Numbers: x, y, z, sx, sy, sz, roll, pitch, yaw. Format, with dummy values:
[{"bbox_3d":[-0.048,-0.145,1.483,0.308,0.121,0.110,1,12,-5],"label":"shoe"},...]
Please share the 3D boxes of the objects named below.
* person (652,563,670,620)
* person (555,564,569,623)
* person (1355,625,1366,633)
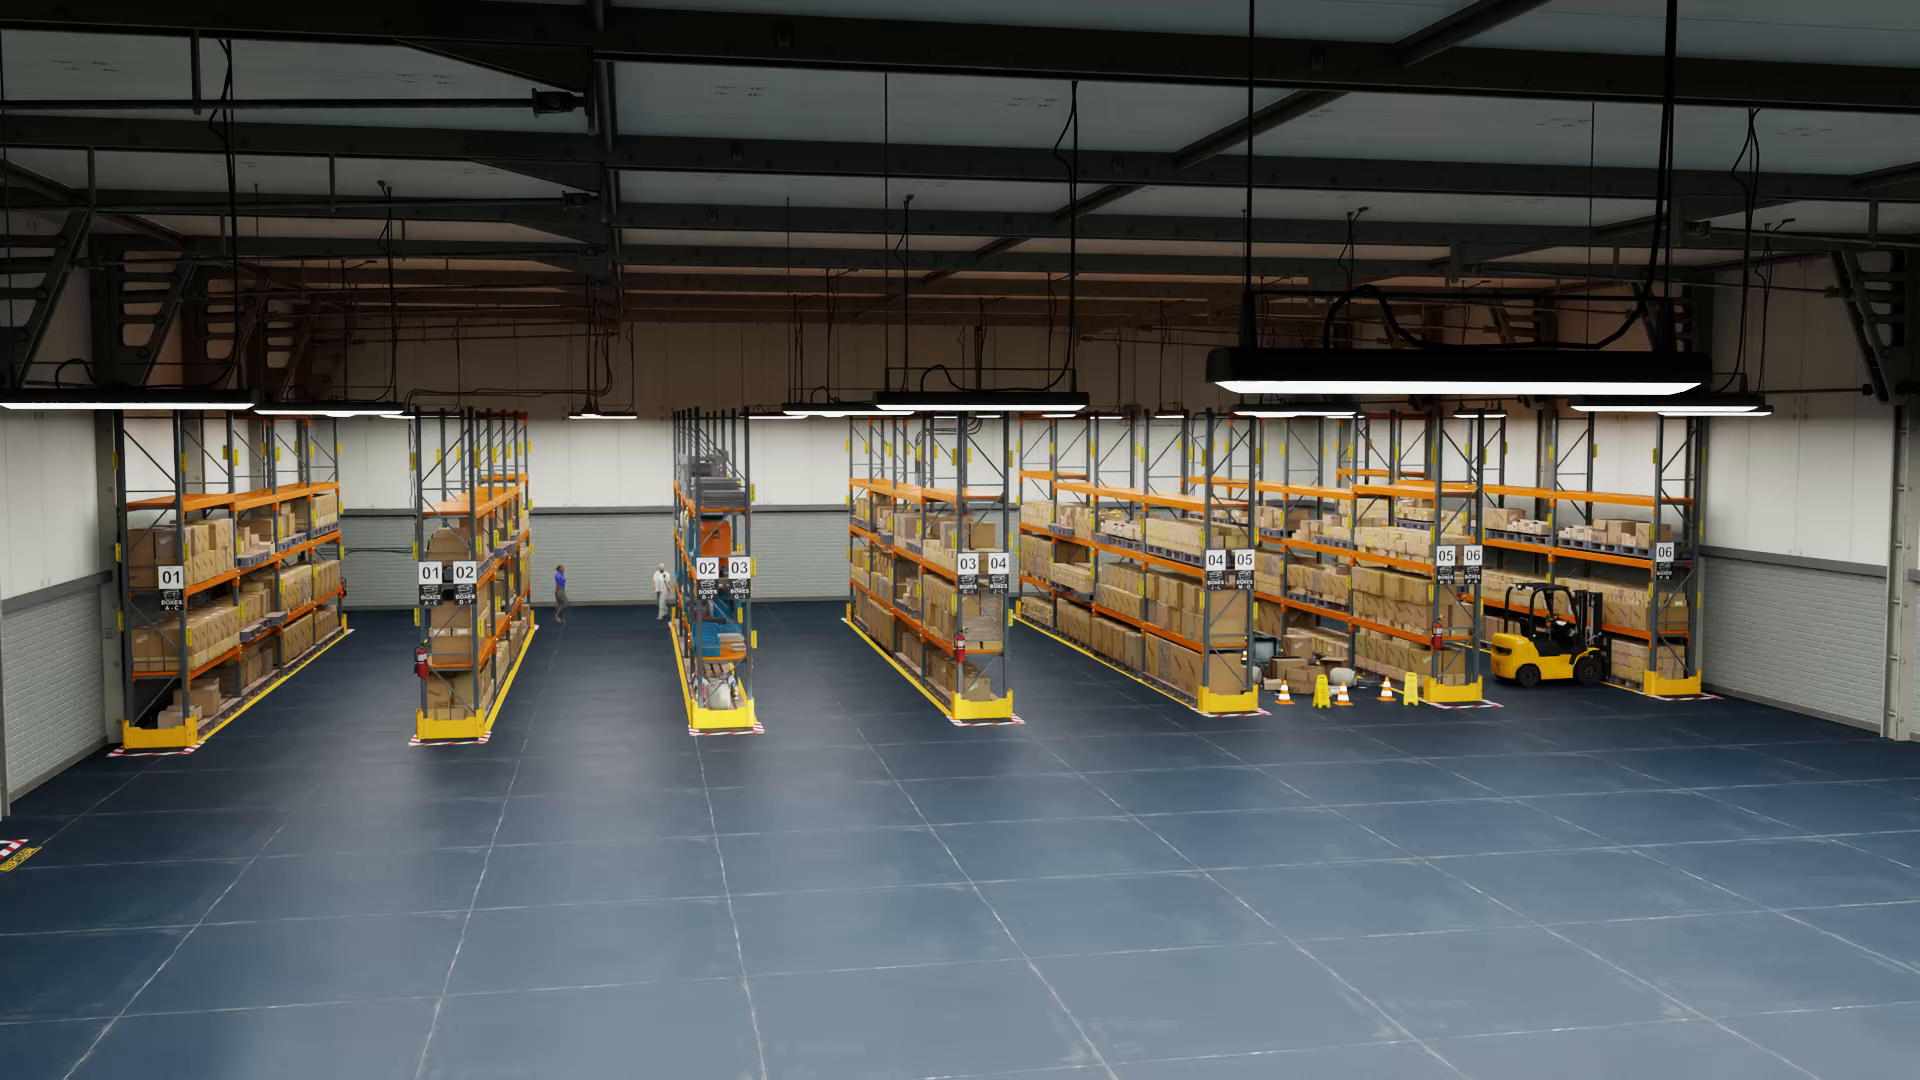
[{"bbox_3d":[-8.648,1.466,48.307,0.482,1.608,1.009,1,4,18],"label":"person"},{"bbox_3d":[-11.347,1.527,47.319,0.406,1.673,0.471,-1,4,-12],"label":"person"},{"bbox_3d":[10.591,1.724,43.705,0.609,1.786,0.463,-3,5,-40],"label":"person"}]
